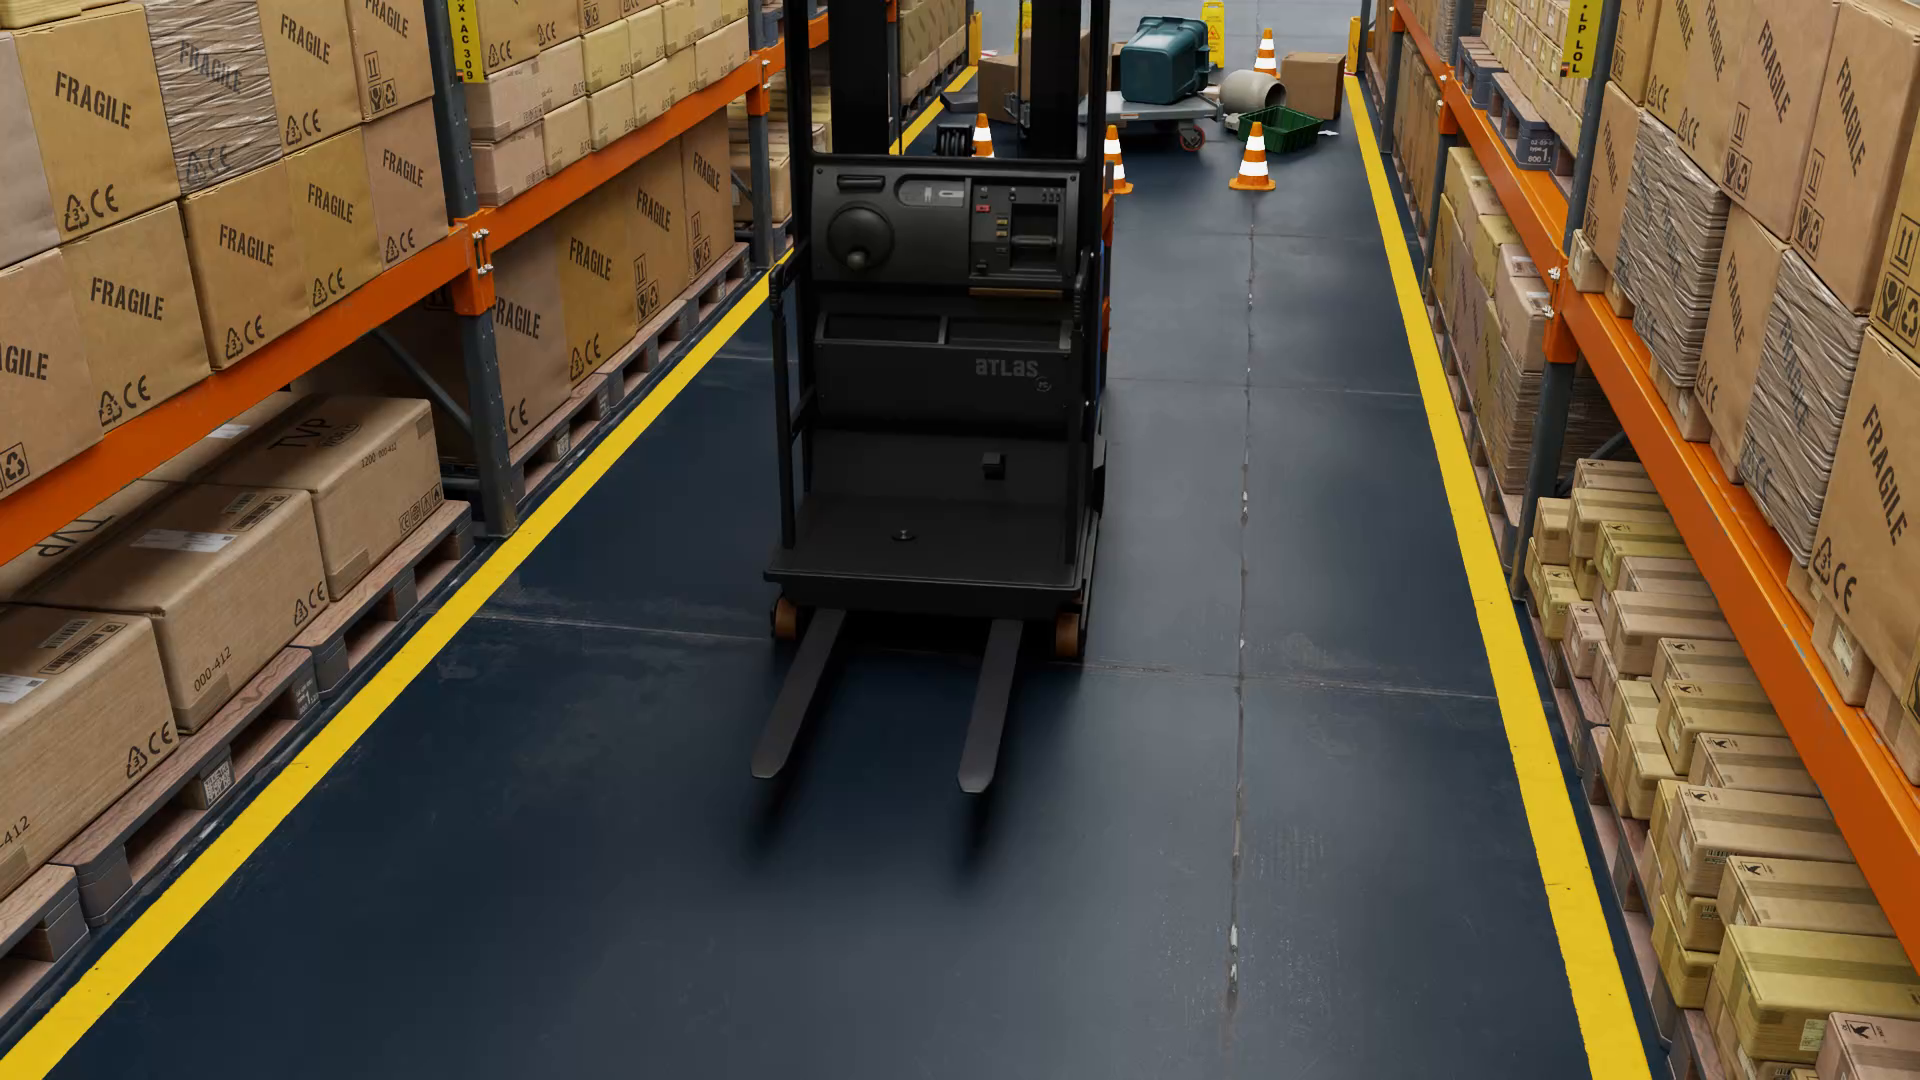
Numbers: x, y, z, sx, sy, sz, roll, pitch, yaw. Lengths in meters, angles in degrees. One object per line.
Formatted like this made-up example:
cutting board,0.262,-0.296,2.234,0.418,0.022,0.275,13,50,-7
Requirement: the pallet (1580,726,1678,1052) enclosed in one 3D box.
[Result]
pallet,2.309,0.944,4.485,1.003,0.211,1.213,4,25,9

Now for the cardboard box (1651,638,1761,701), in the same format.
cardboard box,2.118,0.398,4.527,0.380,0.149,0.250,3,25,6

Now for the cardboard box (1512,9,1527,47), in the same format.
cardboard box,2.792,-2.375,7.736,0.380,0.149,0.250,4,25,9

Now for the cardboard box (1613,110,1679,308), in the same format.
cardboard box,2.177,-0.897,4.660,0.500,0.500,0.500,4,25,9

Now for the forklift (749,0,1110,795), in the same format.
forklift,-0.078,-1.065,5.568,1.130,2.935,3.031,3,25,6

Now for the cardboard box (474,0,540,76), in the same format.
cardboard box,-1.964,-2.077,6.352,0.500,0.500,0.500,4,25,9

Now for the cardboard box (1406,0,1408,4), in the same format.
cardboard box,3.455,-4.093,11.838,0.500,0.500,0.500,4,25,9

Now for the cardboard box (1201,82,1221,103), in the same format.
cardboard box,2.352,-4.069,15.129,0.396,0.266,0.258,8,26,18

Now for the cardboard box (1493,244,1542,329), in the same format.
cardboard box,2.550,-1.055,7.035,0.500,0.250,0.500,5,26,11

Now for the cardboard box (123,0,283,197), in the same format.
cardboard box,-2.289,-1.272,4.631,0.500,0.500,0.500,4,25,9

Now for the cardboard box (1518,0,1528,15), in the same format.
cardboard box,2.796,-2.514,7.683,0.380,0.149,0.250,5,26,11

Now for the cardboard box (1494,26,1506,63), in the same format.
cardboard box,2.874,-2.466,8.280,0.380,0.149,0.250,5,26,11

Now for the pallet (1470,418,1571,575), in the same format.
pallet,2.706,-0.177,6.880,1.003,0.211,1.213,4,25,9

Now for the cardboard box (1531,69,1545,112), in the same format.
cardboard box,2.660,-1.916,7.105,0.380,0.149,0.250,5,26,11

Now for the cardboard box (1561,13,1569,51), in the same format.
cardboard box,2.584,-1.972,6.524,0.380,0.149,0.250,4,25,8

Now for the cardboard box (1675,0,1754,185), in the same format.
cardboard box,2.084,-1.149,4.018,0.500,0.500,0.500,4,25,9

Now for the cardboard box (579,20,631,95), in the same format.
cardboard box,-1.803,-2.167,7.429,0.500,0.250,0.500,4,25,9

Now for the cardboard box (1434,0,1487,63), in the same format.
cardboard box,3.043,-3.040,9.588,0.500,0.500,0.500,4,25,9

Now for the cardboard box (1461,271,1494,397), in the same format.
cardboard box,2.625,-0.928,7.648,0.500,0.500,0.500,3,25,7

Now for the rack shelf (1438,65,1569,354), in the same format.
rack shelf,2.907,-1.625,7.532,1.077,0.370,4.000,4,25,9

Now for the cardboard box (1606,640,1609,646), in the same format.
cardboard box,2.202,0.310,5.065,0.380,0.149,0.250,3,25,6

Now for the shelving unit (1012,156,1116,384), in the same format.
shelving unit,0.391,-1.119,7.814,0.538,1.125,1.048,5,26,11

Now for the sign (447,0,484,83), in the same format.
sign,-1.772,-1.805,5.954,0.100,0.325,0.005,4,25,9

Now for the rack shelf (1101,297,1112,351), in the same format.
rack shelf,0.391,-0.898,7.918,0.538,0.278,1.000,5,26,11

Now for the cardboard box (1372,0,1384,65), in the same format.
cardboard box,4.496,-5.073,16.060,0.875,0.875,0.875,4,25,9

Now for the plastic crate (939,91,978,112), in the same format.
plastic crate,0.054,-4.039,15.284,0.402,0.080,0.583,-5,25,-10

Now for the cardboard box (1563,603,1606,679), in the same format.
cardboard box,2.171,0.335,5.363,0.380,0.149,0.250,4,25,8

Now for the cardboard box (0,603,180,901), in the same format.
cardboard box,-2.823,0.562,4.539,0.875,0.438,0.875,5,25,10

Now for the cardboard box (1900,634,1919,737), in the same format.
cardboard box,1.746,0.173,2.374,0.500,0.500,0.500,5,25,10

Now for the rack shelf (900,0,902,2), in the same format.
rack shelf,-0.685,-5.272,15.323,1.077,0.370,4.000,4,25,9

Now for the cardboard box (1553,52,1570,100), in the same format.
cardboard box,2.576,-1.834,6.580,0.380,0.149,0.250,3,25,7

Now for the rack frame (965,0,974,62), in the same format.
rack frame,-0.358,-6.434,16.957,1.000,3.000,0.127,4,25,9

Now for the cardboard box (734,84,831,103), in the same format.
cardboard box,-1.209,-3.241,12.739,0.950,0.372,0.625,6,26,12

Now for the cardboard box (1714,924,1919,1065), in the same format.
cardboard box,1.778,0.933,3.385,0.380,0.149,0.250,3,25,7

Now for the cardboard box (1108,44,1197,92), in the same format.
cardboard box,1.708,-4.063,14.677,0.797,0.637,0.503,4,25,9

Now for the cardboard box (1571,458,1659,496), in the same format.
cardboard box,2.320,-0.153,5.705,0.380,0.149,0.250,5,26,11

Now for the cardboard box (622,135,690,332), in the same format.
cardboard box,-2.010,-1.660,8.769,0.875,0.875,0.875,4,25,9

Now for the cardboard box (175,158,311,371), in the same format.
cardboard box,-2.289,-0.822,4.850,0.500,0.500,0.500,4,25,8

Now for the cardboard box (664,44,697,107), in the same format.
cardboard box,-1.658,-2.366,8.444,0.500,0.250,0.500,4,25,8

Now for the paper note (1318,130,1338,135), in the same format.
paper note,3.105,-3.460,14.105,0.147,0.020,0.142,-14,29,-27

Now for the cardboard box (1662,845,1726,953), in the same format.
cardboard box,1.887,0.849,3.914,0.380,0.149,0.250,4,25,9

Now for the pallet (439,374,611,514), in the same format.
pallet,-2.268,-0.480,7.527,1.003,0.211,1.213,4,25,9

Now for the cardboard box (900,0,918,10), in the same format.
cardboard box,-0.570,-4.615,14.171,0.380,0.149,0.250,4,25,9

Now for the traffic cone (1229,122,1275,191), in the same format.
traffic cone,2.179,-2.855,12.304,0.336,0.463,0.334,4,25,9

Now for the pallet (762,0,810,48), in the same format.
pallet,-1.654,-3.307,10.502,1.213,0.211,1.003,4,25,9

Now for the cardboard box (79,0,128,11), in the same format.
cardboard box,-2.352,-1.422,4.187,0.380,0.149,0.250,4,25,9

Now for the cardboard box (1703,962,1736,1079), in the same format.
cardboard box,1.905,1.102,3.726,0.380,0.149,0.250,4,25,9

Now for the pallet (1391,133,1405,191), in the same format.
pallet,3.836,-2.869,12.631,1.003,0.211,1.213,4,25,9

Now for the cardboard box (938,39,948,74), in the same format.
cardboard box,-0.397,-4.587,15.759,0.500,0.250,0.500,3,25,7

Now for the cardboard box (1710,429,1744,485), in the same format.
cardboard box,2.046,-0.235,4.011,0.380,0.149,0.250,5,26,10

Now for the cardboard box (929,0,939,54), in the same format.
cardboard box,-0.487,-4.715,15.148,0.500,0.500,0.500,5,26,11
